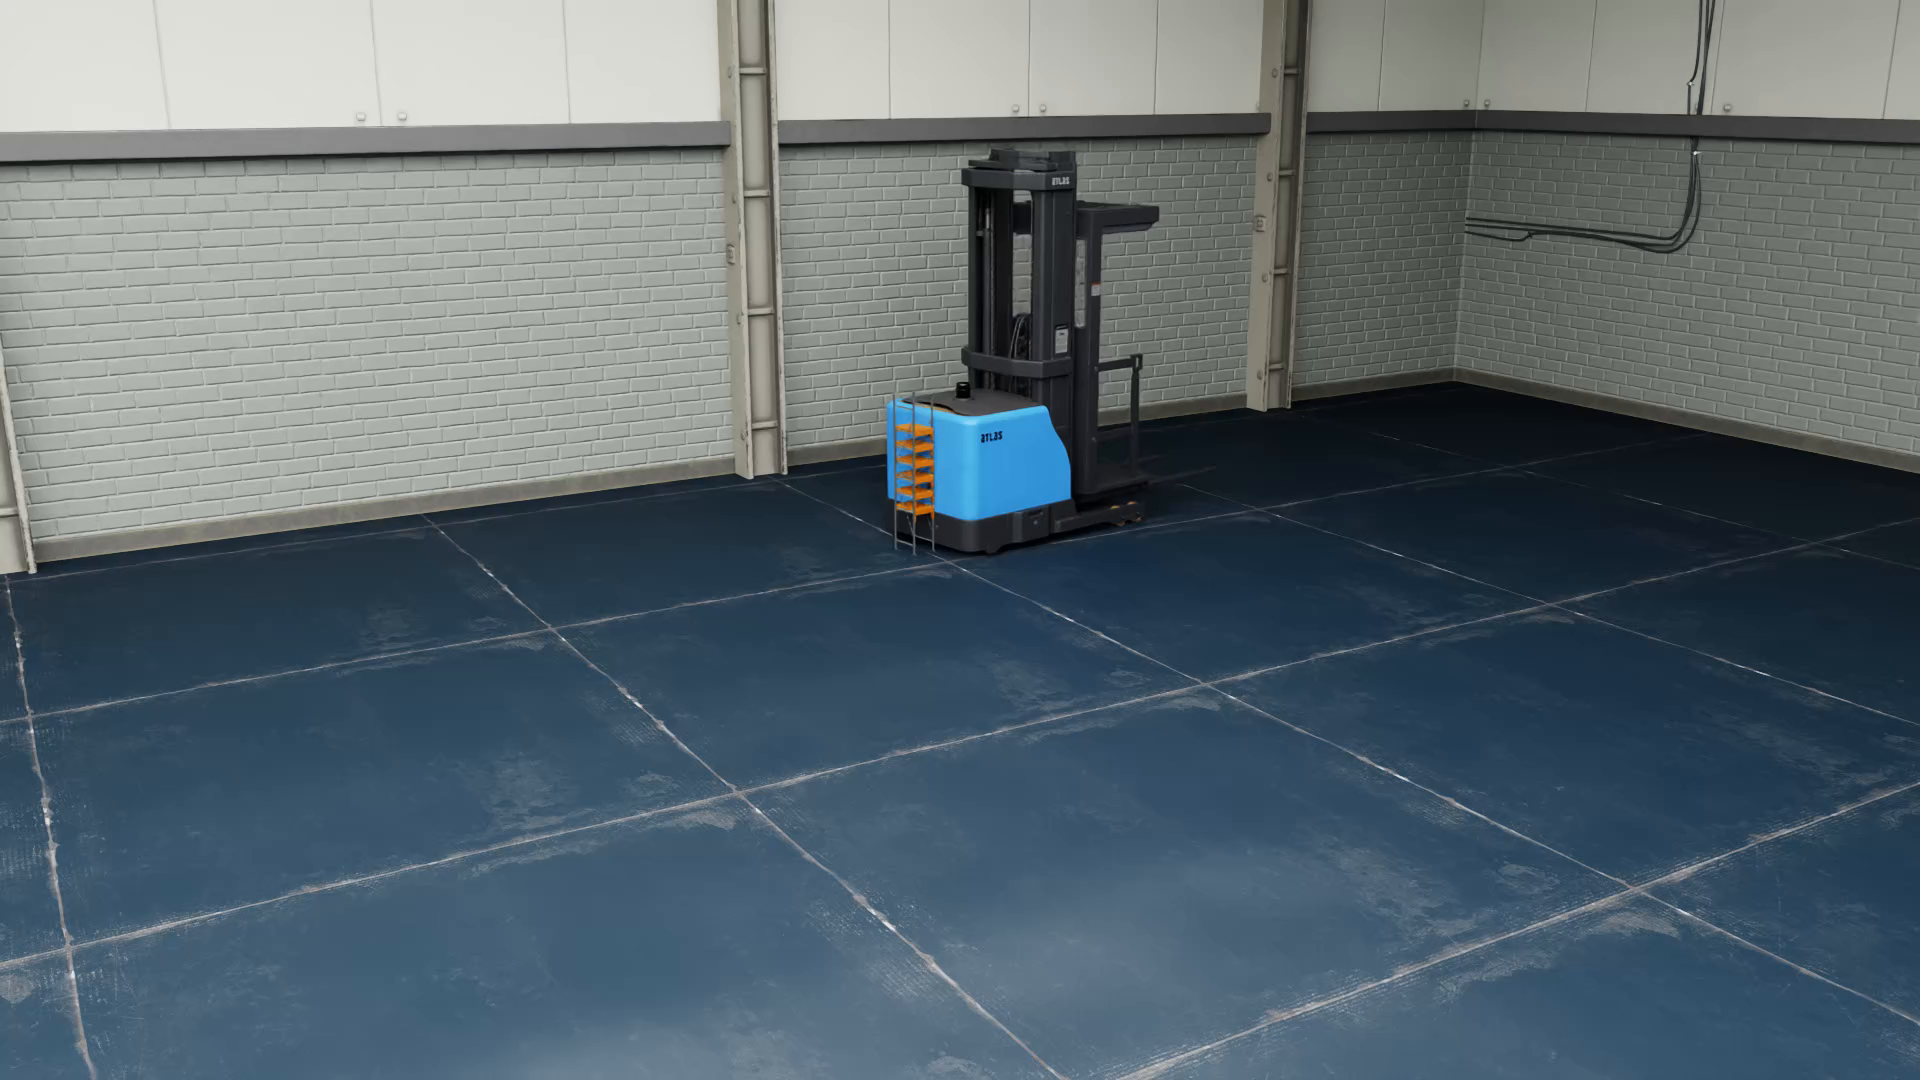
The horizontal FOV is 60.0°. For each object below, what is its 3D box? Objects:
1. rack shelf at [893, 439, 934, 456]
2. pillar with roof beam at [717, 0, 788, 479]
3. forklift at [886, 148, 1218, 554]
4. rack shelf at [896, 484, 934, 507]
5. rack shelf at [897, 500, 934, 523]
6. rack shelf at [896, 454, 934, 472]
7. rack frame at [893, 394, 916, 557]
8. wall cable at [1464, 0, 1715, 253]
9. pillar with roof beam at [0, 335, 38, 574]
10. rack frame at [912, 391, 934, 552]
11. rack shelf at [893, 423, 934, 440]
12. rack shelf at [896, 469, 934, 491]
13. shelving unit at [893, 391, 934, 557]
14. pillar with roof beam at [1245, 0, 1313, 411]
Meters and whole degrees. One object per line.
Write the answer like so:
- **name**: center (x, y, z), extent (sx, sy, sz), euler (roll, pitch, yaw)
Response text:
- **rack shelf**: center (-0.345, -0.682, 12.395), extent (0.180, 0.103, 0.258), euler (-13, 20, -39)
- **pillar with roof beam**: center (0.414, -3.943, 10.305), extent (0.400, 9.000, 9.100), euler (-9, 18, -30)
- **forklift**: center (0.863, -1.615, 13.242), extent (3.031, 2.935, 1.130), euler (-13, 20, -39)
- **rack shelf**: center (-0.345, -0.335, 12.492), extent (0.180, 0.103, 0.258), euler (-13, 20, -39)
- **rack shelf**: center (-0.345, -0.220, 12.524), extent (0.180, 0.103, 0.258), euler (-13, 20, -39)
- **rack shelf**: center (-0.345, -0.566, 12.427), extent (0.180, 0.103, 0.258), euler (-13, 20, -39)
- **rack frame**: center (-0.414, -0.477, 12.390), extent (0.006, 1.200, 0.240), euler (-13, 20, -39)
- **wall cable**: center (6.547, -4.382, 17.623), extent (0.112, 2.526, 3.097), euler (-9, 18, -30)
- **pillar with roof beam**: center (-4.729, -3.109, 7.330), extent (0.400, 9.000, 9.100), euler (-9, 18, -30)
- **rack frame**: center (-0.277, -0.510, 12.506), extent (0.006, 1.200, 0.240), euler (-13, 20, -39)
- **rack shelf**: center (-0.345, -0.797, 12.362), extent (0.180, 0.103, 0.258), euler (-13, 20, -39)
- **rack shelf**: center (-0.345, -0.451, 12.460), extent (0.180, 0.103, 0.258), euler (-13, 20, -39)
- **shelving unit**: center (-0.345, -0.494, 12.448), extent (0.189, 1.200, 0.258), euler (-13, 20, -39)
- **pillar with roof beam**: center (5.558, -4.777, 13.281), extent (0.400, 9.000, 9.100), euler (-9, 18, -30)
